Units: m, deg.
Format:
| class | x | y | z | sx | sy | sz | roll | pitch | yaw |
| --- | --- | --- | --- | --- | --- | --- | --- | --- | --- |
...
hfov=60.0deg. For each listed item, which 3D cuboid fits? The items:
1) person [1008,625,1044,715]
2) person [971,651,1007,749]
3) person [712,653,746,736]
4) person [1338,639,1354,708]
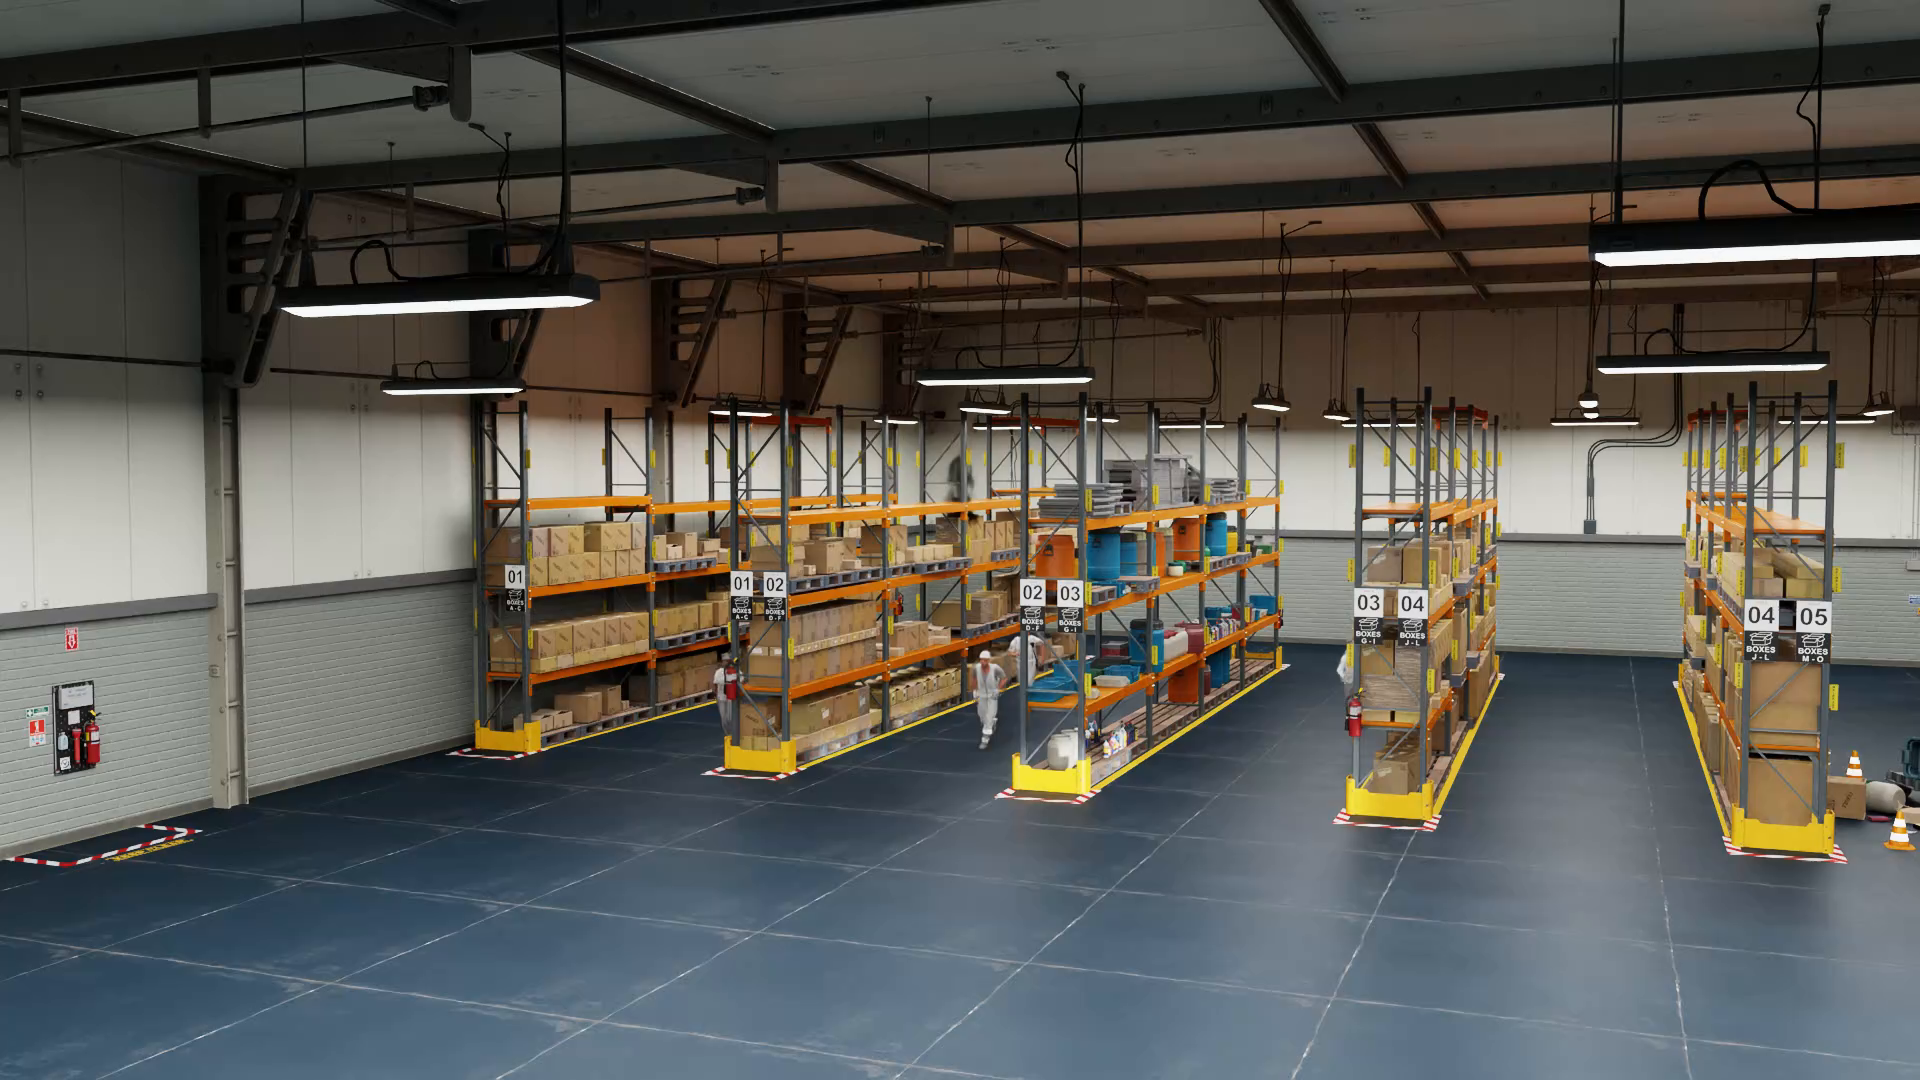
| class | x | y | z | sx | sy | sz | roll | pitch | yaw |
| --- | --- | --- | --- | --- | --- | --- | --- | --- | --- |
| person | 1.307 | 2.540 | 32.793 | 0.687 | 1.827 | 0.876 | 0 | 3 | 9 |
| person | 0.517 | 2.759 | 28.958 | 0.657 | 1.717 | 0.887 | 1 | 3 | 13 |
| person | -4.031 | 2.770 | 28.694 | 0.558 | 1.667 | 0.569 | 1 | 3 | 14 |
| person | 7.359 | 2.682 | 31.007 | 0.628 | 1.698 | 0.761 | 1 | 3 | 17 |
